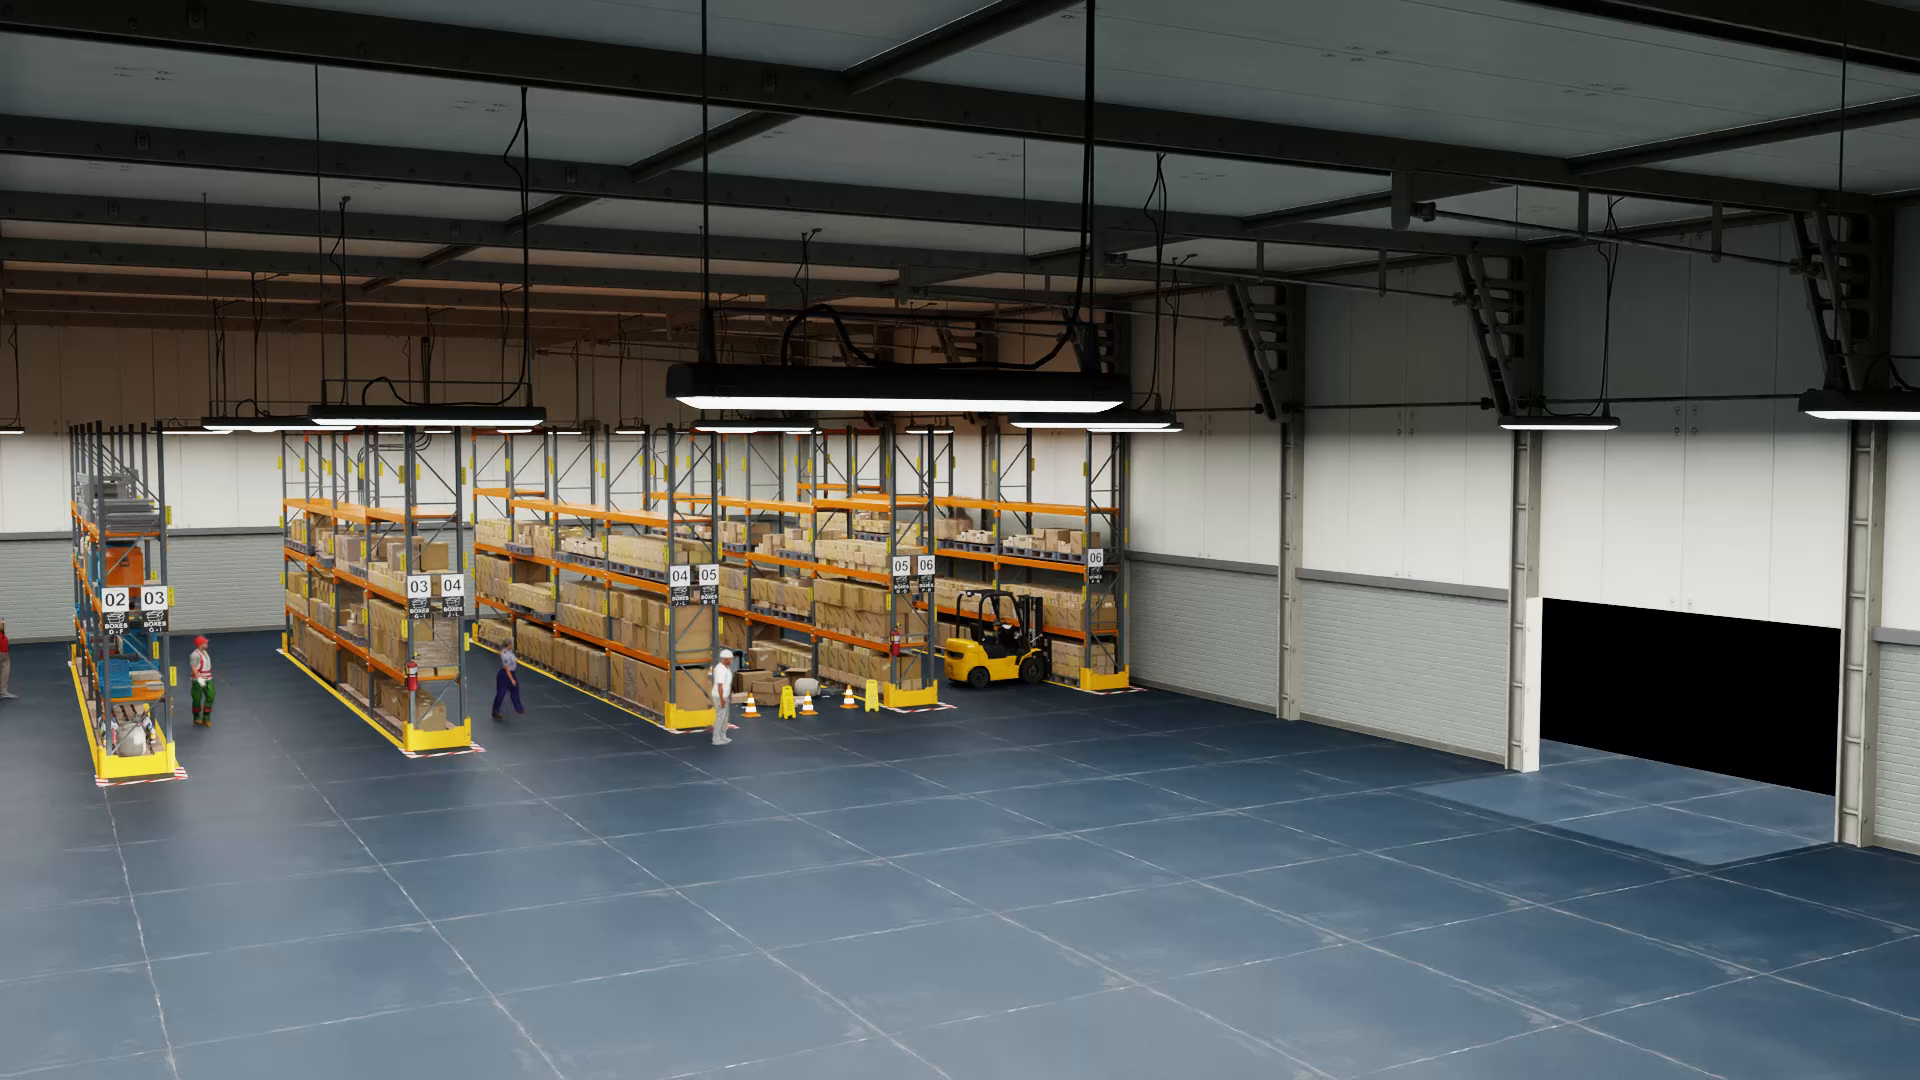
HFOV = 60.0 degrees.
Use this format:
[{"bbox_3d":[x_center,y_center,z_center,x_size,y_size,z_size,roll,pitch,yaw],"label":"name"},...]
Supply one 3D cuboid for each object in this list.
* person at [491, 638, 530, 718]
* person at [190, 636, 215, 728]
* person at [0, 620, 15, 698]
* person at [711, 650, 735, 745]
[{"bbox_3d":[-9.219,2.807,34.025,0.657,1.641,0.696,0,4,0],"label":"person"},{"bbox_3d":[-15.007,2.813,32.913,0.748,1.816,0.485,3,5,38],"label":"person"},{"bbox_3d":[-21.000,2.612,36.371,0.485,1.740,0.561,1,4,20],"label":"person"},{"bbox_3d":[-4.414,2.927,31.038,0.449,1.774,0.617,0,4,2],"label":"person"}]
